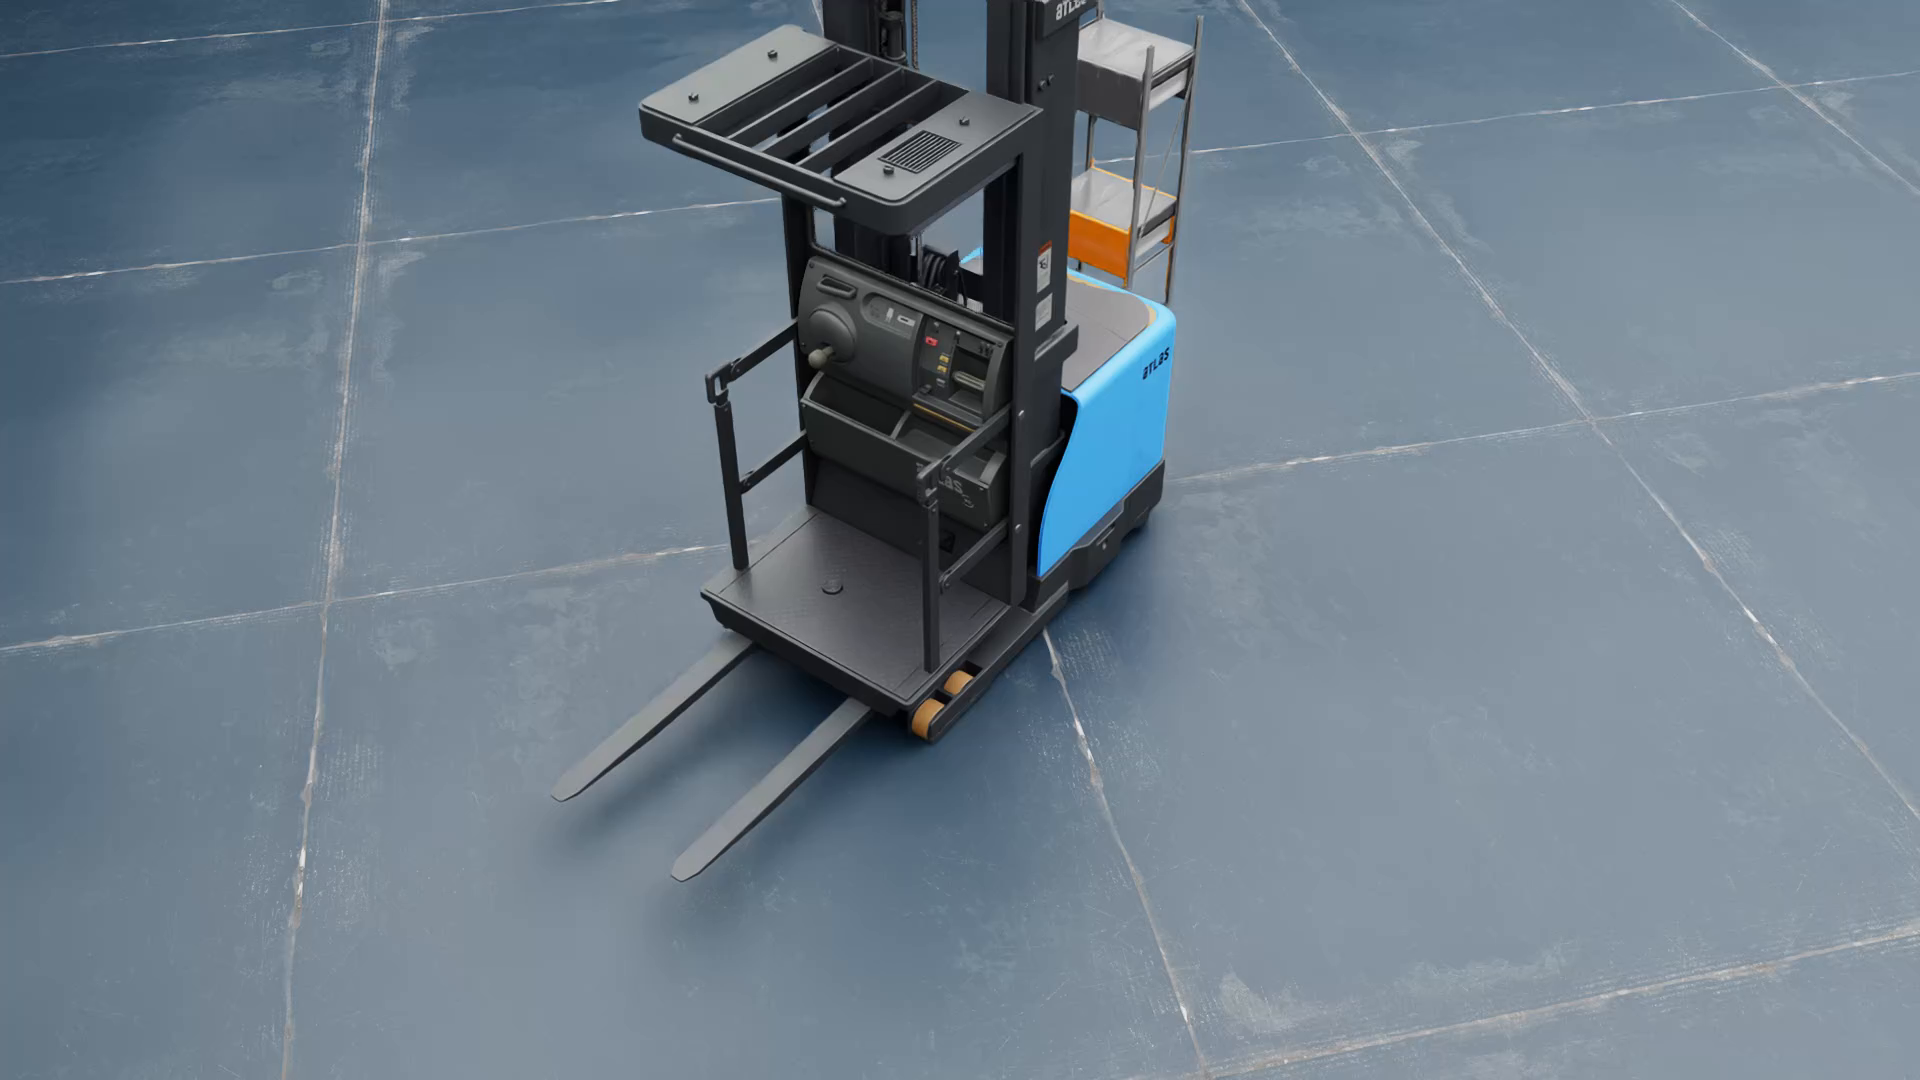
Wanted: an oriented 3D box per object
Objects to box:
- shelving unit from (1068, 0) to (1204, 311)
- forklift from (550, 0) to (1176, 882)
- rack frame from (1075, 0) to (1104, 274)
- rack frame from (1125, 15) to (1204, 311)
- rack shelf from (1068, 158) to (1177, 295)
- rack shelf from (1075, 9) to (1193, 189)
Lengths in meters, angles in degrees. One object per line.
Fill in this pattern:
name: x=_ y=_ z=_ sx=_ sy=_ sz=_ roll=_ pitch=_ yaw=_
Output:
shelving unit: x=0.659 y=-1.341 z=7.453 sx=0.503 sy=2.100 sz=0.431 roll=28 pitch=47 yaw=28
forklift: x=-0.349 y=-0.667 z=6.075 sx=1.130 sy=2.935 sz=3.031 roll=26 pitch=48 yaw=26
rack frame: x=0.467 y=-1.441 z=7.566 sx=0.015 sy=2.100 sz=0.400 roll=28 pitch=47 yaw=28
rack frame: x=0.850 y=-1.240 z=7.340 sx=0.015 sy=2.100 sz=0.400 roll=28 pitch=47 yaw=28
rack shelf: x=0.658 y=-1.330 z=7.462 sx=0.480 sy=0.518 sz=0.431 roll=28 pitch=47 yaw=28
rack shelf: x=0.668 y=-1.861 z=7.006 sx=0.480 sy=0.518 sz=0.431 roll=28 pitch=47 yaw=28
